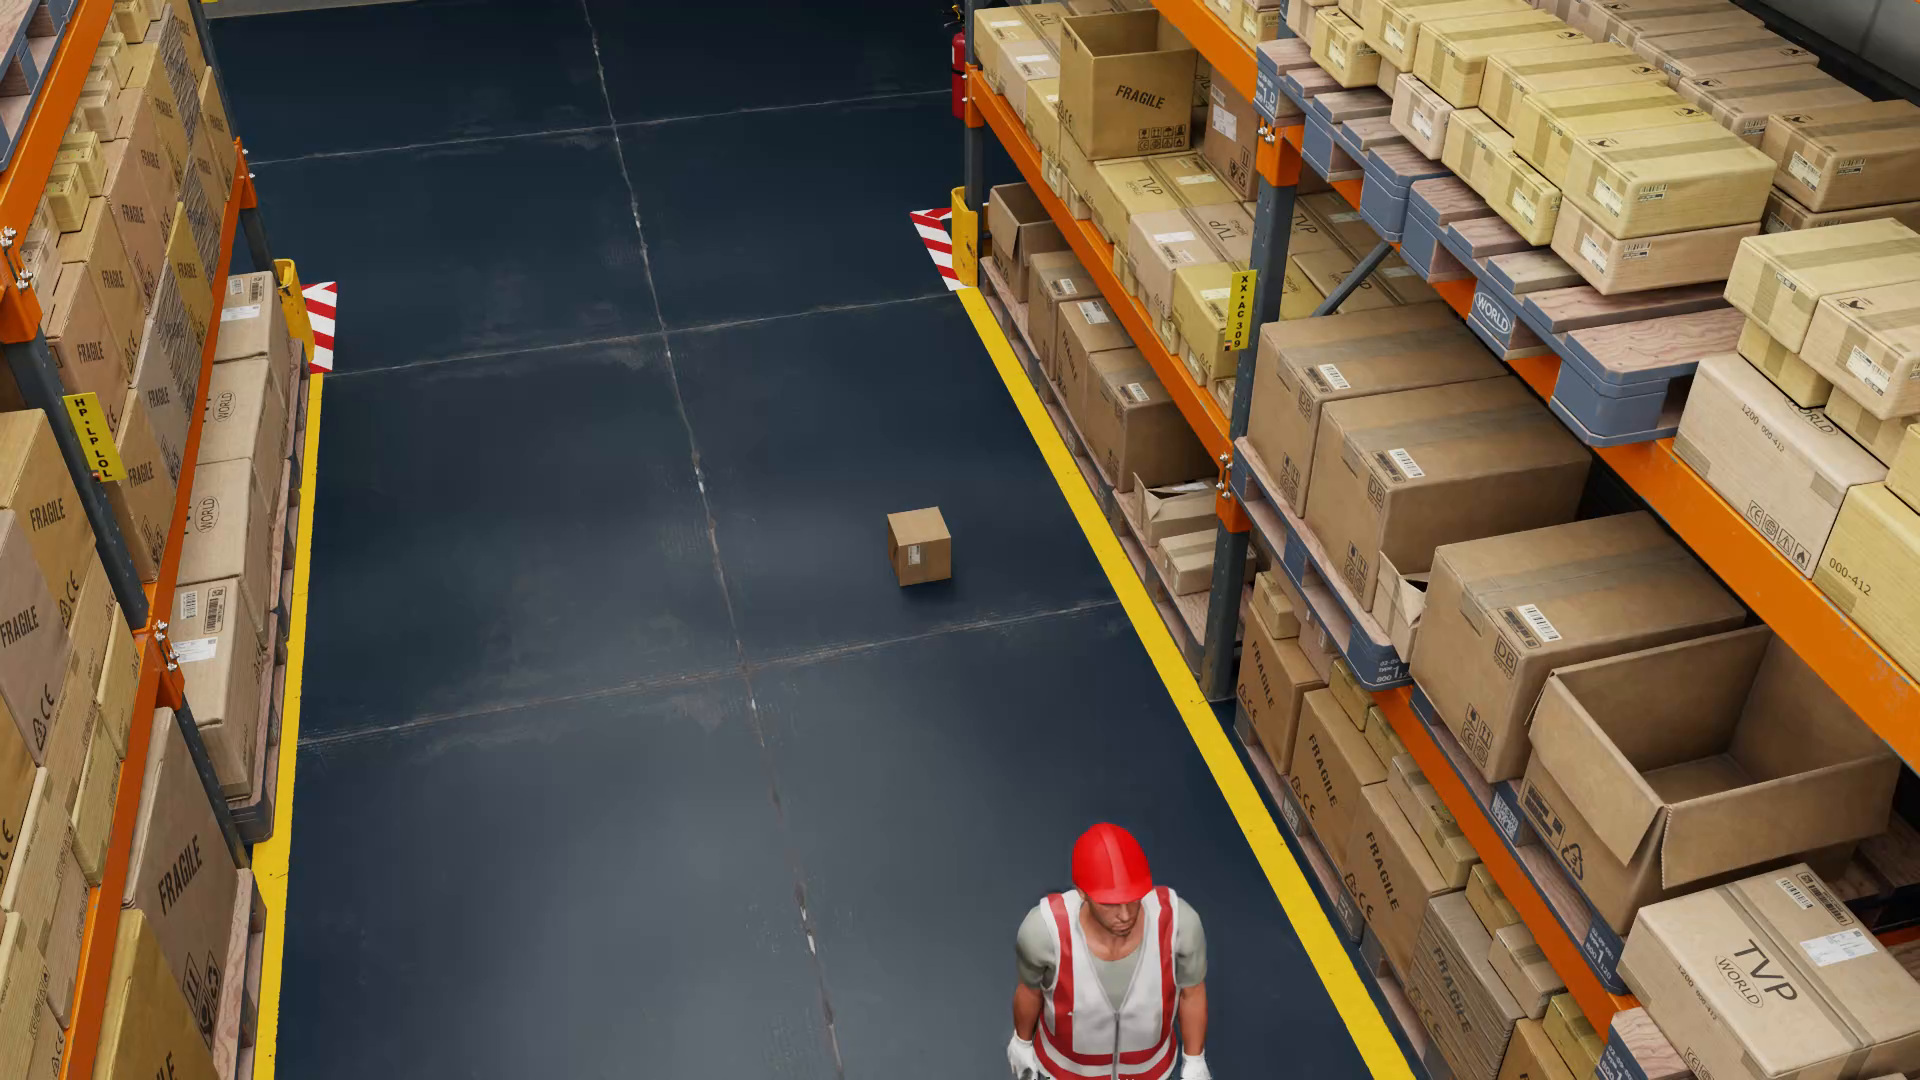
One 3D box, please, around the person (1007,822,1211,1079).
[{"bbox_3d":[0.429,1.466,4.800,0.567,1.760,0.929,-5,38,-6],"label":"person"}]
